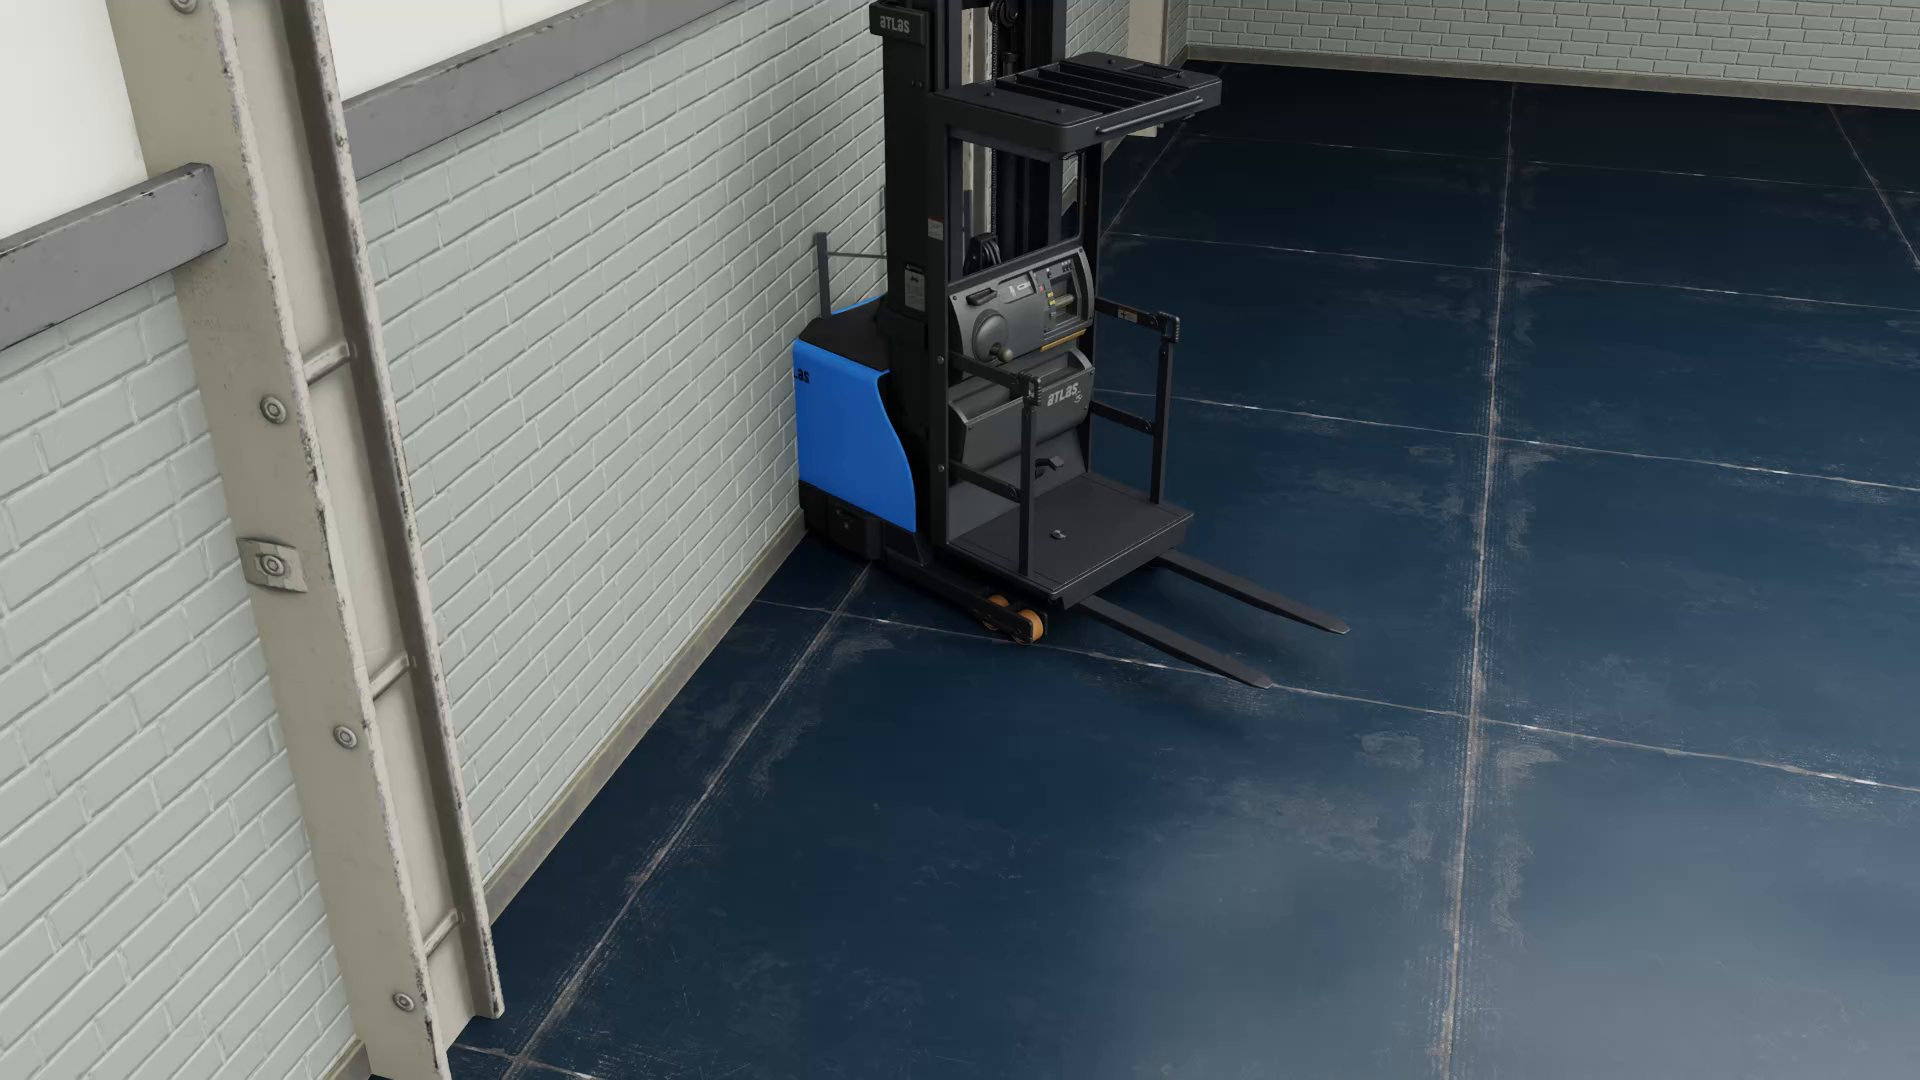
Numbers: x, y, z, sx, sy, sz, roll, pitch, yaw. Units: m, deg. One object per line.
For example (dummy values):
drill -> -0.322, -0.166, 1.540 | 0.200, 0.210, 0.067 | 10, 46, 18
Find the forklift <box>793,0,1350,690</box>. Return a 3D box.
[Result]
forklift -> 0.453, -1.071, 7.661 | 3.031, 2.935, 1.130 | 25, 38, 37

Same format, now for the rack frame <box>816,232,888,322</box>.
rack frame -> -0.462, -0.839, 8.603 | 0.500, 1.500, 0.032 | 6, 26, 16

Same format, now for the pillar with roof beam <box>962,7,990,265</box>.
pillar with roof beam -> 4.085, -4.401, 7.405 | 9.100, 9.000, 0.400 | 8, 30, 15

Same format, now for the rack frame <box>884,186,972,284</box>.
rack frame -> -0.165, -1.258, 9.480 | 0.500, 1.500, 0.032 | 6, 26, 16

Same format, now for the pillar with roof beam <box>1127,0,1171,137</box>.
pillar with roof beam -> 5.846, -7.190, 12.418 | 9.100, 9.000, 0.400 | 8, 30, 15

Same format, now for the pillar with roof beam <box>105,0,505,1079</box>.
pillar with roof beam -> 2.324, -1.613, 2.393 | 9.100, 9.000, 0.400 | 8, 30, 15

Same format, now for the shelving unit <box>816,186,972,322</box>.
shelving unit -> -0.316, -1.045, 9.034 | 0.587, 1.500, 1.083 | 6, 26, 16
